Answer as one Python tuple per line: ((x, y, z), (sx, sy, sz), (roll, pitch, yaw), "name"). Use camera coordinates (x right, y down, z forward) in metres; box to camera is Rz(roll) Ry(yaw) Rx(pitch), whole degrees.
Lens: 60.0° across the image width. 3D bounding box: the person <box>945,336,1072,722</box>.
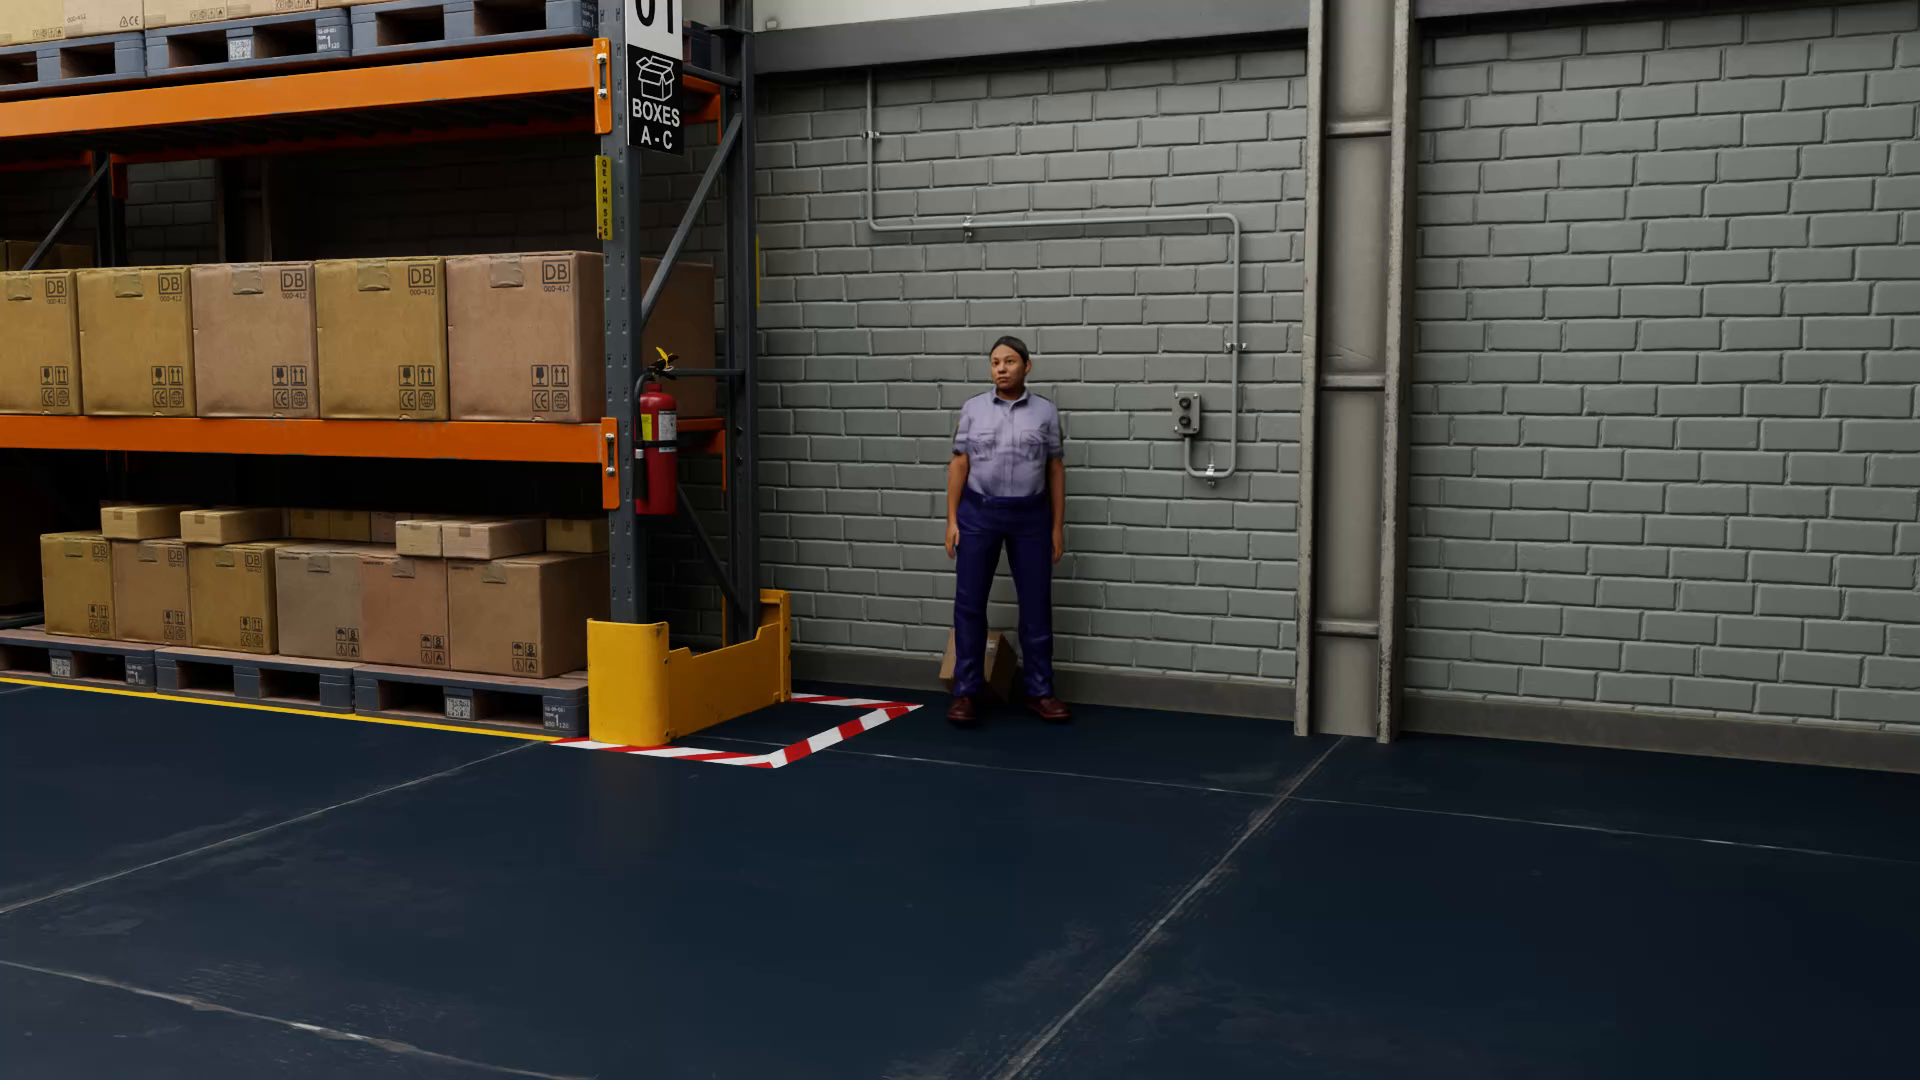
((0.210, -0.048, 7.142), (0.551, 1.648, 0.390), (0, 6, 1), "person")
